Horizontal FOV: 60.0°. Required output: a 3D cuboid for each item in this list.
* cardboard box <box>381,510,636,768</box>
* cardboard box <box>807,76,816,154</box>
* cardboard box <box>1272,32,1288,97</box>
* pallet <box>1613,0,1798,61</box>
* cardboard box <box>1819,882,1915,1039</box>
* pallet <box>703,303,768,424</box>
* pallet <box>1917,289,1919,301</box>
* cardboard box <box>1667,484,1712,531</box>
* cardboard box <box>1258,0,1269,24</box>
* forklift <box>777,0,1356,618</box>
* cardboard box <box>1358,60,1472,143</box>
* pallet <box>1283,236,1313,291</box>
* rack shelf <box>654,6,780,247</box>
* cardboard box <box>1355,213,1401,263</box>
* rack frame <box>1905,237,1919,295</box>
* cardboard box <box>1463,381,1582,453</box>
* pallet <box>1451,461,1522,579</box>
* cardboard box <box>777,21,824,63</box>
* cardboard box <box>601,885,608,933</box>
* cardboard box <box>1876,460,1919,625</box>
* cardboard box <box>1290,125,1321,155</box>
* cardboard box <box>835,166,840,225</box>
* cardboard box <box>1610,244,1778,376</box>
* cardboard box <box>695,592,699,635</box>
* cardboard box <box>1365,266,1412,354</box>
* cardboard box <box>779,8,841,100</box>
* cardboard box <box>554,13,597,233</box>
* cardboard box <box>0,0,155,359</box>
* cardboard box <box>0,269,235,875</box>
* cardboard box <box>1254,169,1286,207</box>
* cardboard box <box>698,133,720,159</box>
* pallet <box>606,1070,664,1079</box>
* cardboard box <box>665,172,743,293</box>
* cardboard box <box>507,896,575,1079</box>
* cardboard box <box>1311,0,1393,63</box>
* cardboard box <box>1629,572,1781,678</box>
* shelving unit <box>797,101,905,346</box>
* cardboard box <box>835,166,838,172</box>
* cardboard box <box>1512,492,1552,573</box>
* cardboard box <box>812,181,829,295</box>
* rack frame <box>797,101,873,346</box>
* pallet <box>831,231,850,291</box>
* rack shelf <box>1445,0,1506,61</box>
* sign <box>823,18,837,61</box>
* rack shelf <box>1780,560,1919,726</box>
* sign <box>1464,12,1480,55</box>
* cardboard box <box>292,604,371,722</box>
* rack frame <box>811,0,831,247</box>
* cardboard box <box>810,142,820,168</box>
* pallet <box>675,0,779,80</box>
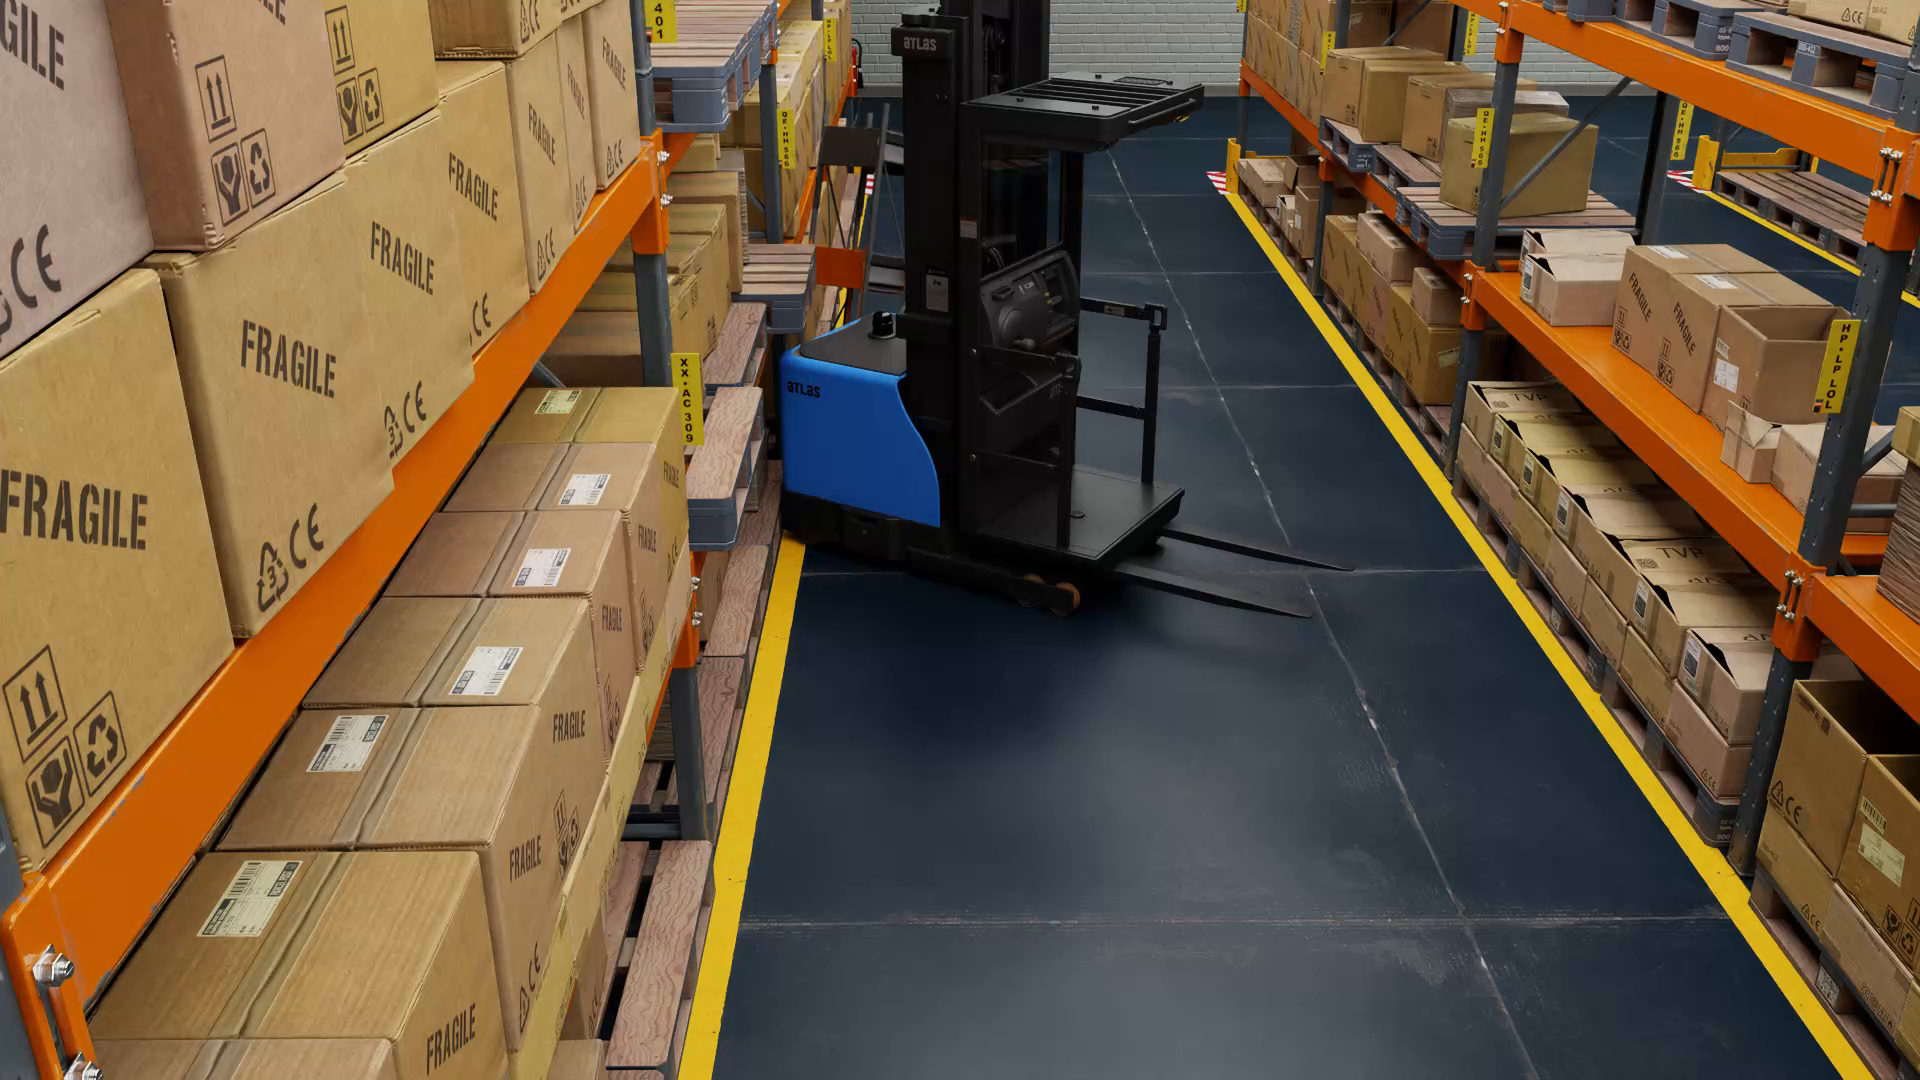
[{"bbox_3d":[-1.143,0.252,4.301,0.500,0.500,0.500,-1,24,-2],"label":"cardboard box"},{"bbox_3d":[-1.281,-2.953,11.632,0.500,0.500,0.500,0,24,0],"label":"cardboard box"},{"bbox_3d":[3.118,-4.277,14.946,0.500,0.500,0.500,0,24,0],"label":"cardboard box"},{"bbox_3d":[3.559,-2.285,7.252,1.003,0.211,1.213,1,24,2],"label":"pallet"},{"bbox_3d":[3.193,1.364,5.422,0.500,0.250,0.500,0,24,-1],"label":"cardboard box"},{"bbox_3d":[-1.444,-0.818,7.651,1.003,0.211,1.213,0,24,-1],"label":"pallet"},{"bbox_3d":[8.323,-1.825,13.028,1.003,0.211,1.213,0,24,-1],"label":"pallet"},{"bbox_3d":[3.717,-0.095,7.967,0.500,0.311,0.500,0,24,1],"label":"cardboard box"},{"bbox_3d":[3.114,-5.143,15.646,0.500,0.500,0.500,0,24,0],"label":"cardboard box"},{"bbox_3d":[0.539,-1.203,8.352,3.031,2.935,1.130,14,28,28],"label":"forklift"},{"bbox_3d":[3.256,-3.150,11.945,0.700,0.500,0.500,4,25,8],"label":"cardboard box"},{"bbox_3d":[3.397,-2.405,14.312,1.003,0.211,1.213,0,24,-1],"label":"pallet"},{"bbox_3d":[-1.485,-1.935,7.122,1.077,0.370,4.000,0,24,-1],"label":"rack shelf"},{"bbox_3d":[3.176,-2.183,12.027,0.500,0.250,0.500,0,24,0],"label":"cardboard box"},{"bbox_3d":[8.356,-3.413,13.157,1.000,3.000,0.127,0,24,-1],"label":"rack frame"},{"bbox_3d":[3.159,-0.721,9.352,0.500,0.311,0.500,1,24,1],"label":"cardboard box"},{"bbox_3d":[3.417,-0.135,9.291,1.003,0.211,1.213,0,24,-1],"label":"pallet"},{"bbox_3d":[-1.289,-3.709,12.395,0.500,0.250,0.500,0,24,1],"label":"cardboard box"},{"bbox_3d":[-1.427,1.238,5.776,0.380,0.166,0.250,-3,25,-7],"label":"cardboard box"},{"bbox_3d":[3.502,0.041,5.398,0.700,0.500,0.500,-1,24,-2],"label":"cardboard box"},{"bbox_3d":[3.612,-3.880,16.687,0.500,0.500,0.500,0,24,-1],"label":"cardboard box"},{"bbox_3d":[-1.461,-3.148,15.095,0.700,0.500,0.500,0,24,1],"label":"cardboard box"},{"bbox_3d":[3.481,-1.099,7.918,0.500,0.500,0.500,-2,24,-3],"label":"cardboard box"},{"bbox_3d":[-1.543,0.350,7.335,0.700,0.500,0.500,-1,24,-2],"label":"cardboard box"},{"bbox_3d":[3.185,-1.620,11.691,0.500,0.500,0.500,-1,24,-3],"label":"cardboard box"},{"bbox_3d":[-1.560,-4.330,14.819,0.980,0.700,0.700,-1,24,-3],"label":"cardboard box"},{"bbox_3d":[-1.217,-1.078,4.209,0.500,0.500,0.500,-2,24,-5],"label":"cardboard box"},{"bbox_3d":[-1.181,-0.461,1.630,0.500,0.500,0.500,-2,24,-4],"label":"cardboard box"},{"bbox_3d":[-1.173,0.016,1.790,0.500,0.500,0.500,0,24,1],"label":"cardboard box"},{"bbox_3d":[3.093,-3.351,15.822,0.500,0.250,0.500,0,24,-1],"label":"cardboard box"},{"bbox_3d":[-1.473,-2.120,8.855,0.380,0.149,0.250,-3,25,-7],"label":"cardboard box"},{"bbox_3d":[-1.404,1.979,4.619,1.003,0.211,1.213,0,24,-1],"label":"pallet"},{"bbox_3d":[-1.458,-1.543,8.366,0.700,0.500,0.500,-3,24,-6],"label":"cardboard box"},{"bbox_3d":[-1.127,1.009,3.537,0.500,0.250,0.500,-1,24,-1],"label":"cardboard box"},{"bbox_3d":[3.139,-4.101,13.343,0.500,0.500,0.500,0,24,0],"label":"cardboard box"},{"bbox_3d":[3.187,0.330,7.027,0.500,0.311,0.500,0,24,1],"label":"cardboard box"},{"bbox_3d":[-0.614,-1.511,9.934,0.503,2.100,0.431,14,10,40],"label":"shelving unit"},{"bbox_3d":[-1.283,-3.382,14.825,0.380,0.149,0.250,-1,24,-2],"label":"cardboard box"},{"bbox_3d":[3.177,-0.045,8.536,0.500,0.250,0.500,-1,24,-2],"label":"cardboard box"},{"bbox_3d":[-1.413,-2.314,12.824,0.750,0.750,0.750,0,24,0],"label":"cardboard box"},{"bbox_3d":[-0.796,-1.556,10.090,0.015,2.100,0.400,14,10,40],"label":"rack frame"},{"bbox_3d":[-1.480,-2.412,14.327,1.003,0.211,1.213,0,24,-1],"label":"pallet"},{"bbox_3d":[3.425,-3.608,10.819,1.077,0.370,4.000,0,24,-1],"label":"rack shelf"},{"bbox_3d":[-1.008,-3.867,12.851,0.100,0.325,0.005,0,24,-1],"label":"sign"},{"bbox_3d":[3.512,1.056,4.149,1.077,0.370,4.000,0,24,-1],"label":"rack shelf"},{"bbox_3d":[3.958,-3.924,12.882,0.100,0.325,0.005,0,24,-1],"label":"sign"},{"bbox_3d":[-1.648,0.472,3.814,0.500,0.500,0.500,0,24,0],"label":"cardboard box"},{"bbox_3d":[-1.550,-3.369,13.059,1.000,3.000,0.127,0,24,-1],"label":"rack frame"},{"bbox_3d":[-1.218,-2.806,12.095,0.380,0.149,0.250,0,24,-1],"label":"cardboard box"},{"bbox_3d":[-1.378,-2.036,6.699,1.213,0.211,1.003,0,24,-1],"label":"pallet"}]
